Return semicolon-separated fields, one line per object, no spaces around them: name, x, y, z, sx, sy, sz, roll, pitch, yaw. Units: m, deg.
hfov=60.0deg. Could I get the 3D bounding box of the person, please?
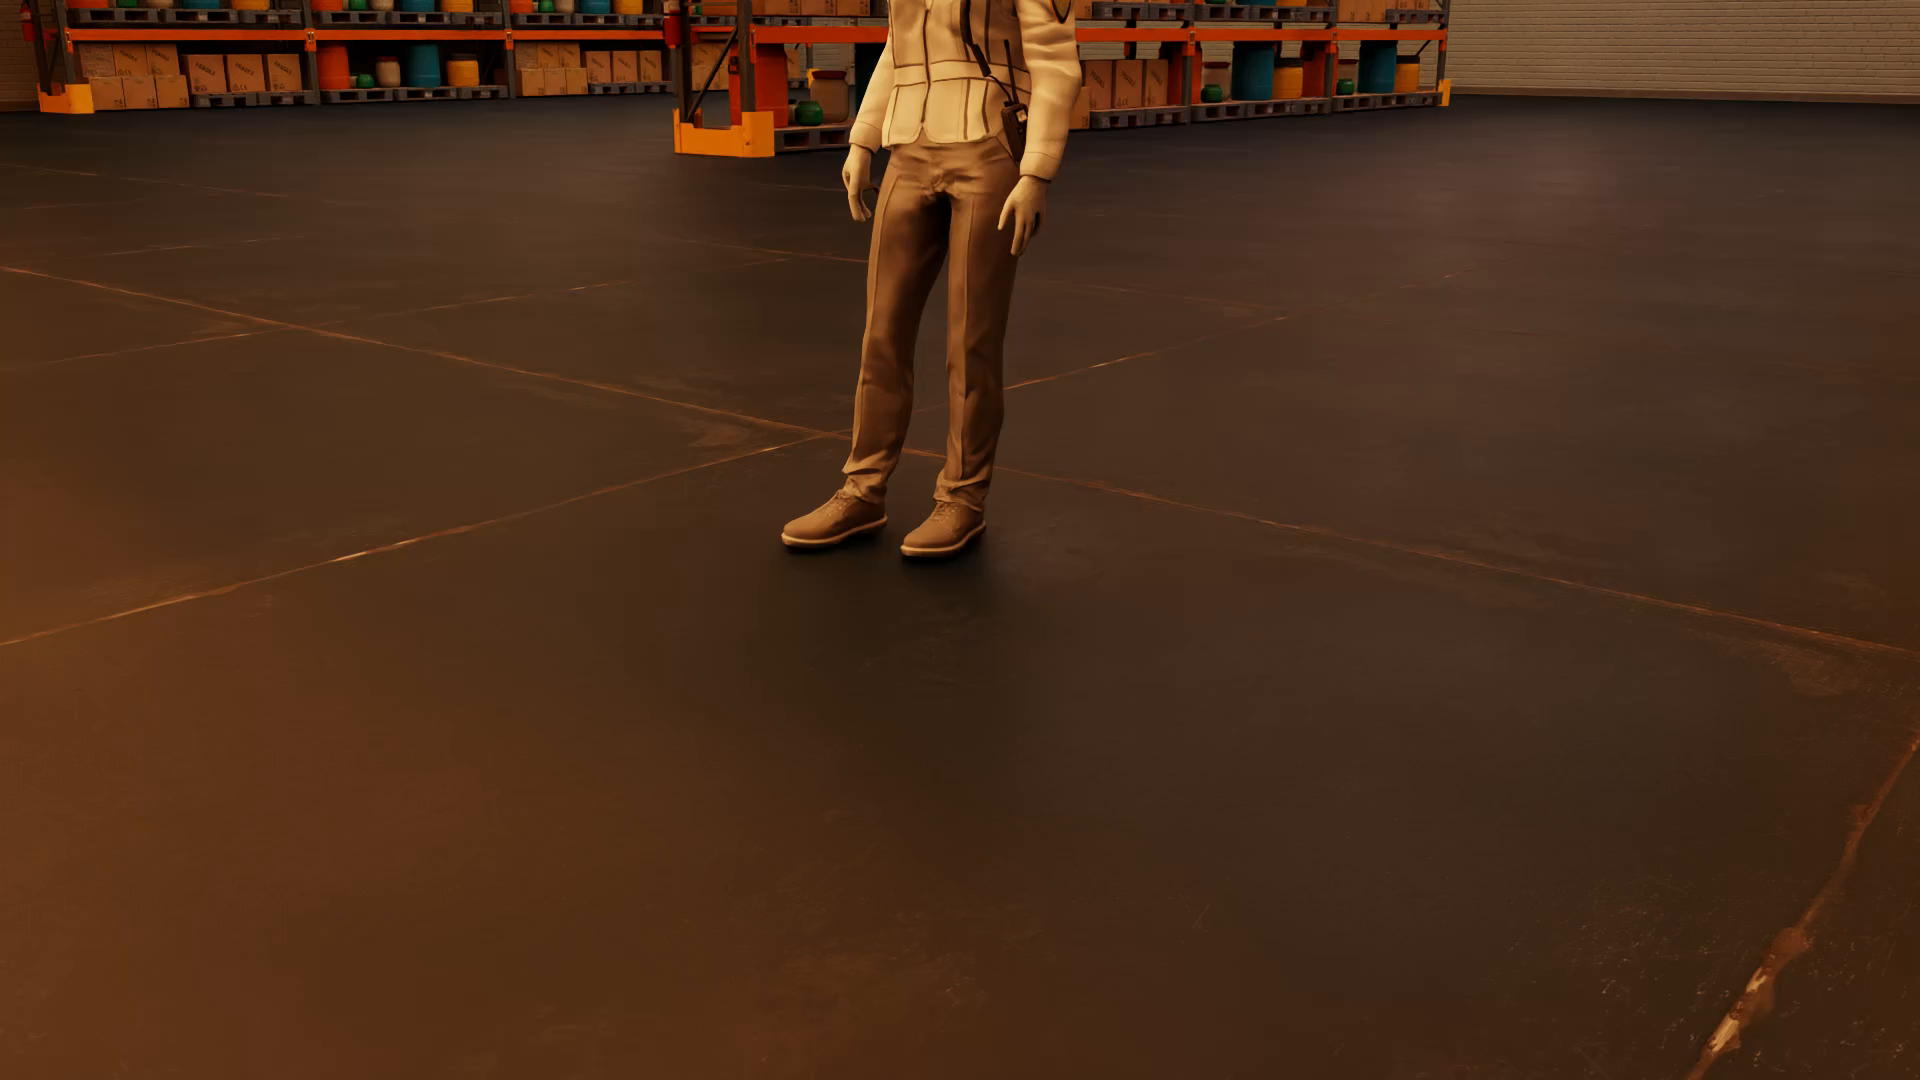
person;-0.050;-0.804;3.647;0.586;1.694;0.530;13;21;37
